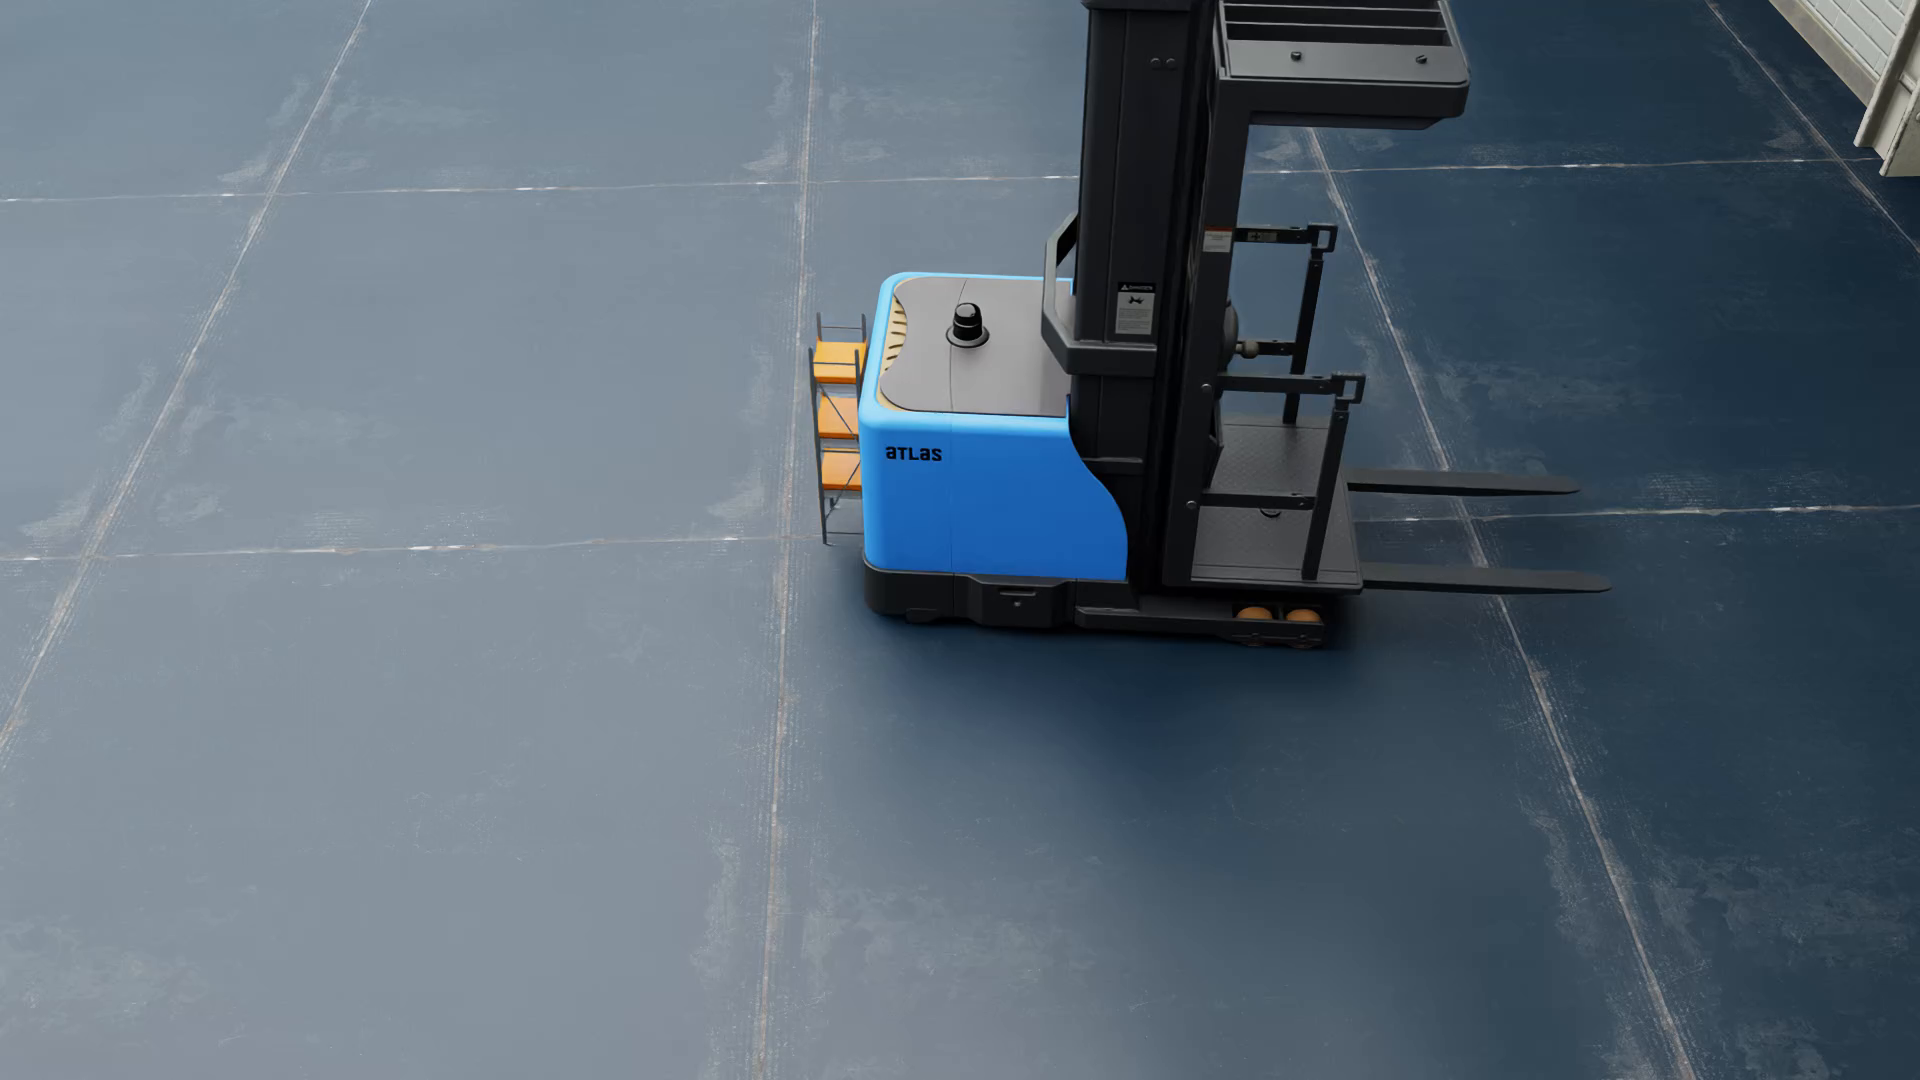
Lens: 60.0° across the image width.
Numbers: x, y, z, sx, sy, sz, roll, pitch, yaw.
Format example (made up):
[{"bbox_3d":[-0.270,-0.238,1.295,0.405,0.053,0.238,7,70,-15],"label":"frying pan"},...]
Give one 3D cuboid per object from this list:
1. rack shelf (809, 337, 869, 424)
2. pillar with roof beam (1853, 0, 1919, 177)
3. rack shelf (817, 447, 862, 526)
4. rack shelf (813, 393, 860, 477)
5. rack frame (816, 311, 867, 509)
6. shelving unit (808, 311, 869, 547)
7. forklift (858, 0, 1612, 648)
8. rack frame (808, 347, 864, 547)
[{"bbox_3d":[-0.488,-0.646,6.773,0.215,0.259,0.240,2,43,3],"label":"rack shelf"},{"bbox_3d":[1.130,-5.413,6.495,9.100,9.000,0.400,-2,43,-2],"label":"pillar with roof beam"},{"bbox_3d":[-0.487,-0.232,7.153,0.215,0.259,0.240,2,43,3],"label":"rack shelf"},{"bbox_3d":[-0.487,-0.437,6.965,0.215,0.259,0.240,2,43,3],"label":"rack shelf"},{"bbox_3d":[-0.479,-0.527,7.048,0.200,1.050,0.008,2,43,3],"label":"rack frame"},{"bbox_3d":[-0.487,-0.445,6.958,0.215,1.050,0.252,2,43,3],"label":"shelving unit"},{"bbox_3d":[1.143,-1.013,6.186,3.031,2.935,1.130,3,43,3],"label":"forklift"},{"bbox_3d":[-0.495,-0.363,6.868,0.200,1.050,0.008,2,43,3],"label":"rack frame"}]
